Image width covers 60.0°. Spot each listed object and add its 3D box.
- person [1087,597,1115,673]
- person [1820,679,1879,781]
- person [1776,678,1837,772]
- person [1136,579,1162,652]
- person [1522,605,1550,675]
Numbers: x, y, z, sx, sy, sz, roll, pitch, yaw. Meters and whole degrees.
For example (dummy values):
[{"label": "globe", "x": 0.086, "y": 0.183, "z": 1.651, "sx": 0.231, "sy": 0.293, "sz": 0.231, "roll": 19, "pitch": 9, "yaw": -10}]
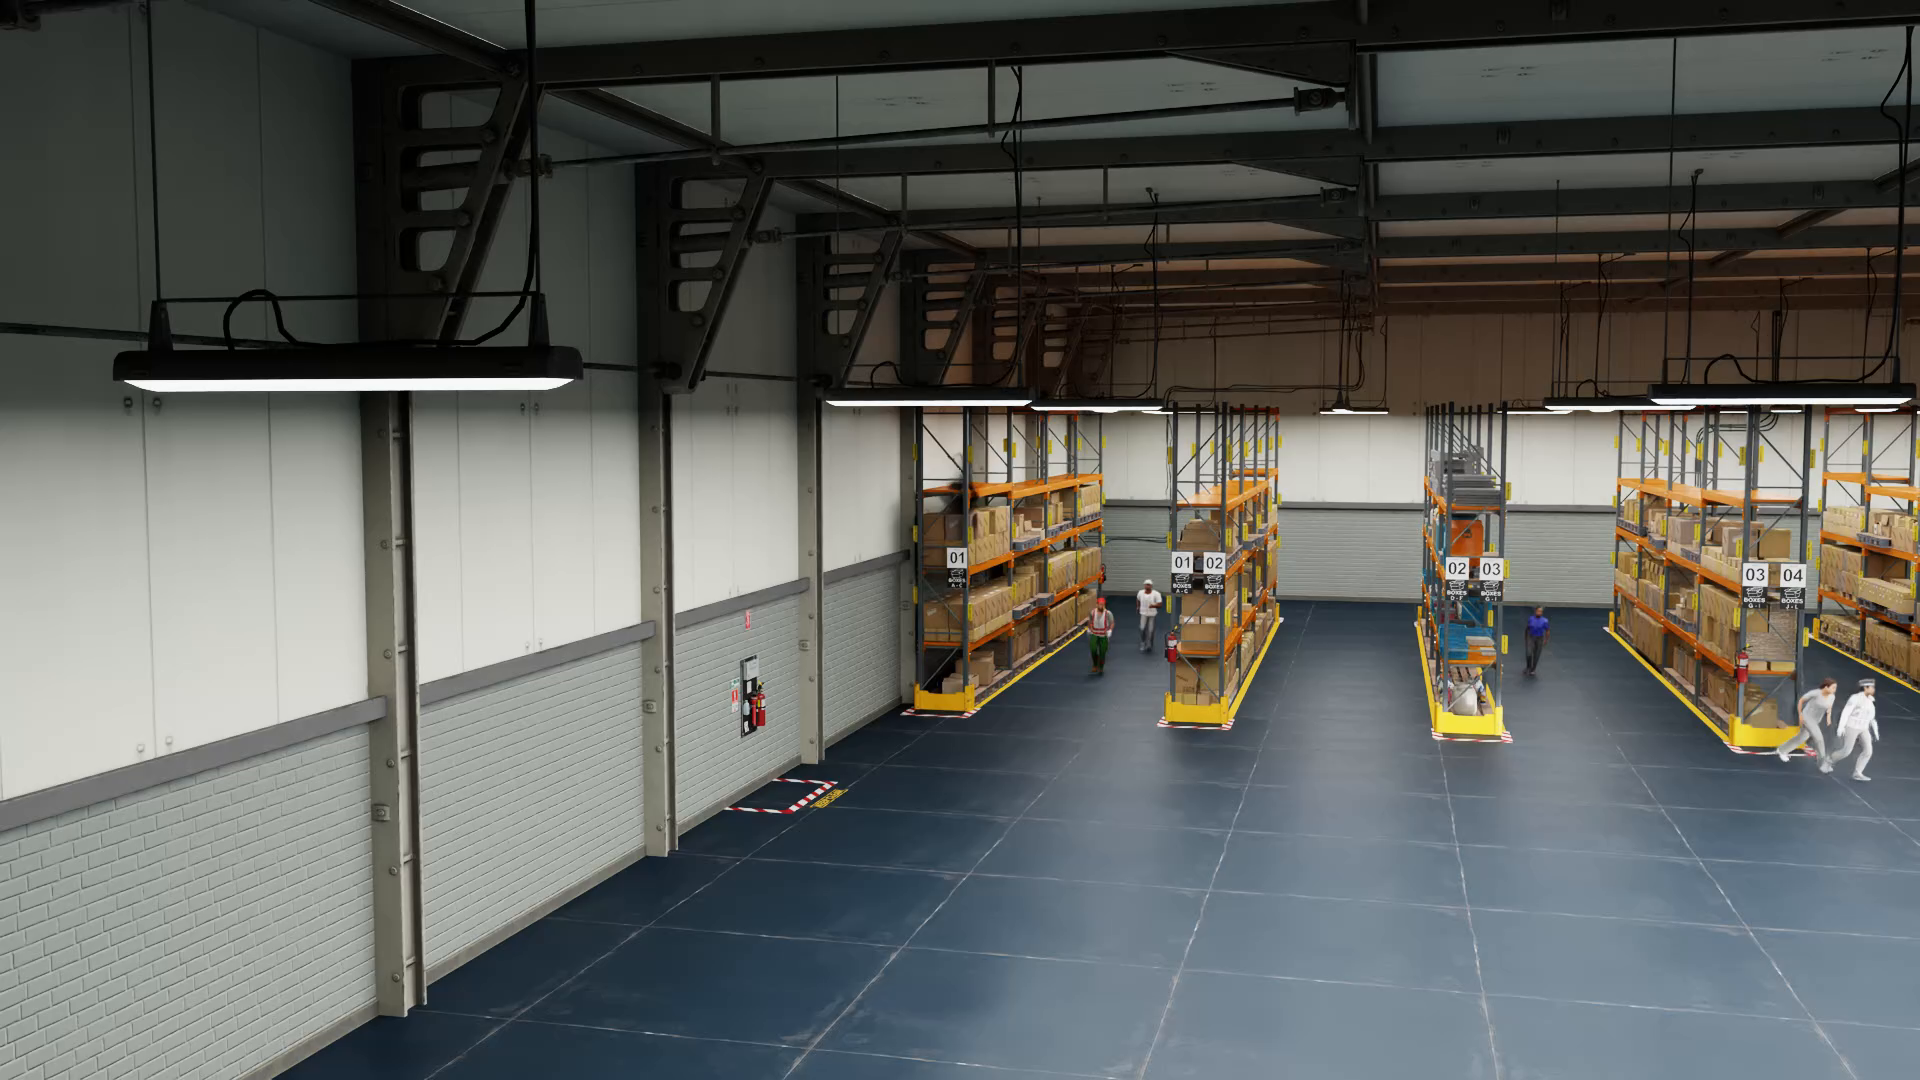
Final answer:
[{"label": "person", "x": 3.100, "y": 2.120, "z": 36.803, "sx": 0.650, "sy": 1.729, "sz": 0.811, "roll": 1, "pitch": 4, "yaw": 10}, {"label": "person", "x": 14.096, "y": 2.965, "z": 26.317, "sx": 0.674, "sy": 1.618, "sz": 0.703, "roll": -2, "pitch": 5, "yaw": -25}, {"label": "person", "x": 13.823, "y": 2.944, "z": 27.139, "sx": 0.578, "sy": 1.514, "sz": 1.060, "roll": -2, "pitch": 4, "yaw": -20}, {"label": "person", "x": 4.604, "y": 1.845, "z": 40.609, "sx": 0.669, "sy": 1.785, "sz": 0.711, "roll": 1, "pitch": 4, "yaw": 17}, {"label": "person", "x": 12.697, "y": 2.223, "z": 36.632, "sx": 0.559, "sy": 1.583, "sz": 0.698, "roll": 1, "pitch": 4, "yaw": 19}]
